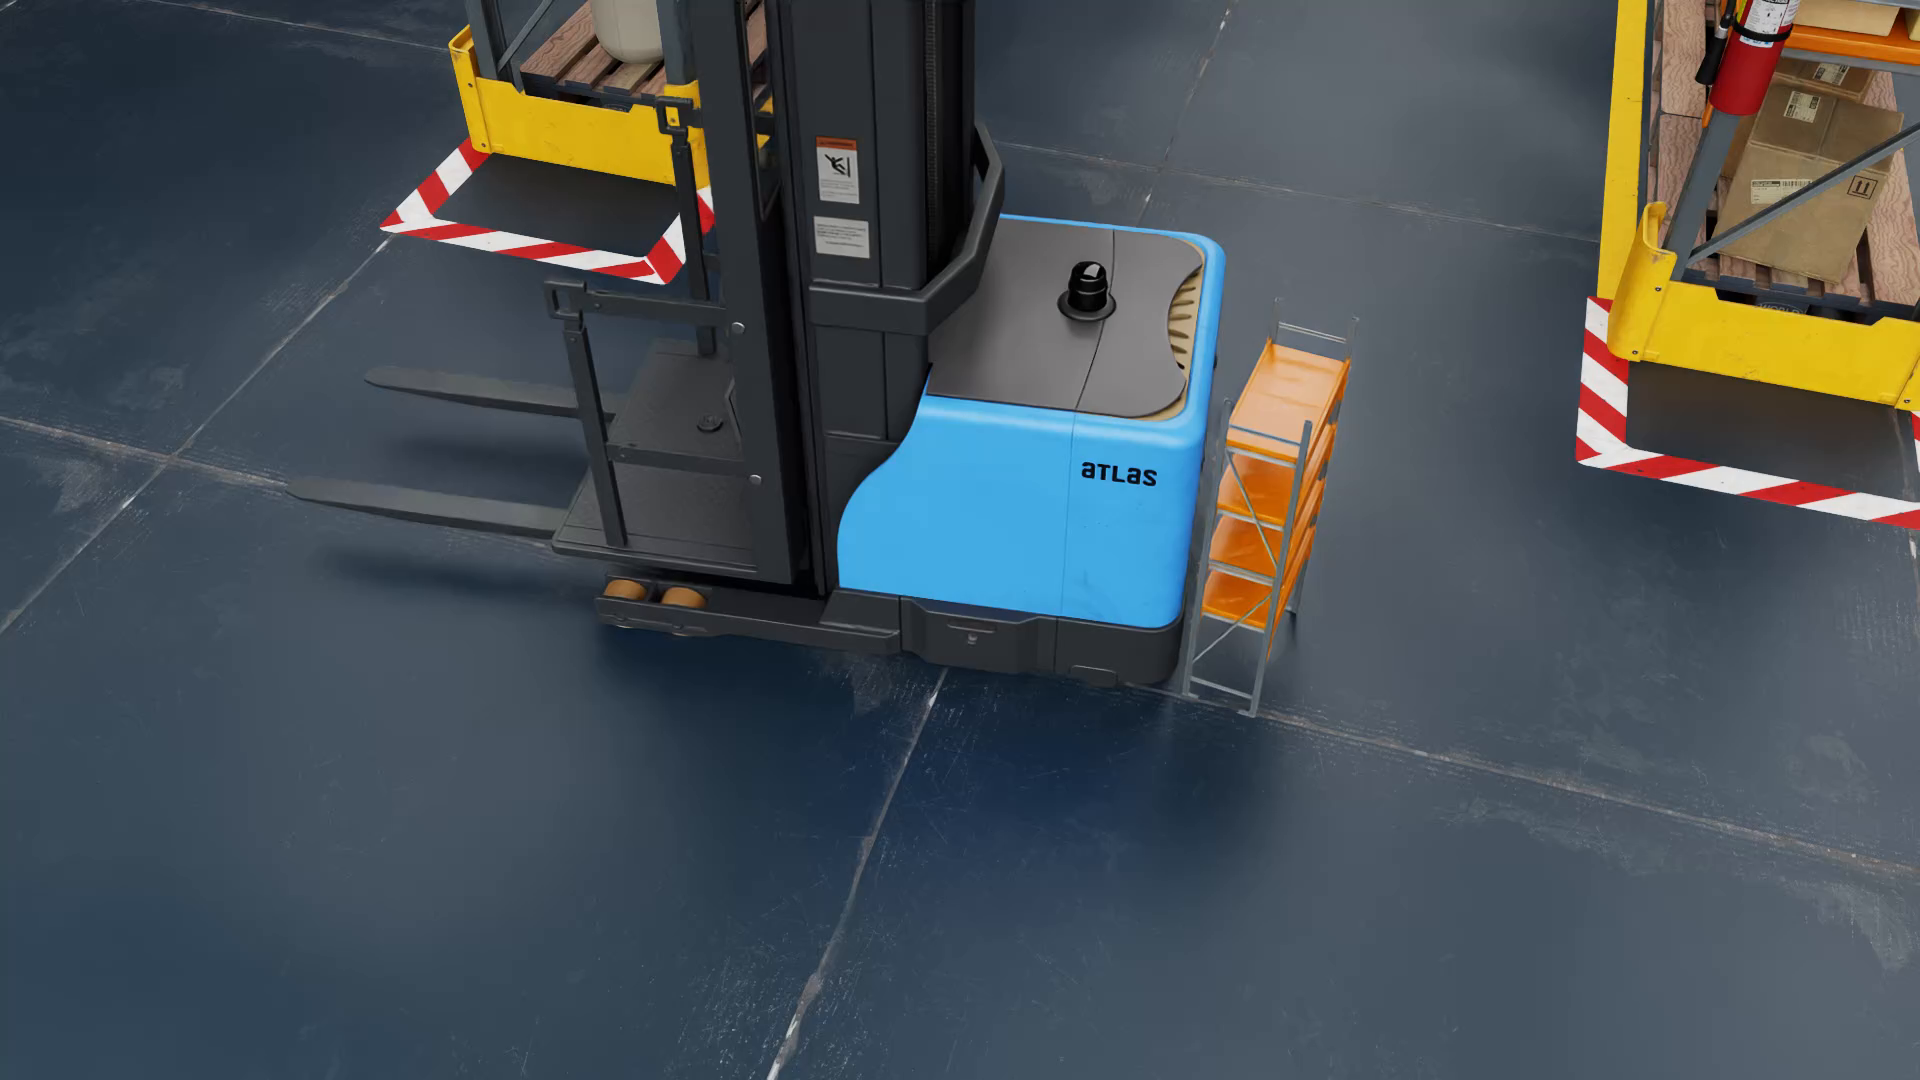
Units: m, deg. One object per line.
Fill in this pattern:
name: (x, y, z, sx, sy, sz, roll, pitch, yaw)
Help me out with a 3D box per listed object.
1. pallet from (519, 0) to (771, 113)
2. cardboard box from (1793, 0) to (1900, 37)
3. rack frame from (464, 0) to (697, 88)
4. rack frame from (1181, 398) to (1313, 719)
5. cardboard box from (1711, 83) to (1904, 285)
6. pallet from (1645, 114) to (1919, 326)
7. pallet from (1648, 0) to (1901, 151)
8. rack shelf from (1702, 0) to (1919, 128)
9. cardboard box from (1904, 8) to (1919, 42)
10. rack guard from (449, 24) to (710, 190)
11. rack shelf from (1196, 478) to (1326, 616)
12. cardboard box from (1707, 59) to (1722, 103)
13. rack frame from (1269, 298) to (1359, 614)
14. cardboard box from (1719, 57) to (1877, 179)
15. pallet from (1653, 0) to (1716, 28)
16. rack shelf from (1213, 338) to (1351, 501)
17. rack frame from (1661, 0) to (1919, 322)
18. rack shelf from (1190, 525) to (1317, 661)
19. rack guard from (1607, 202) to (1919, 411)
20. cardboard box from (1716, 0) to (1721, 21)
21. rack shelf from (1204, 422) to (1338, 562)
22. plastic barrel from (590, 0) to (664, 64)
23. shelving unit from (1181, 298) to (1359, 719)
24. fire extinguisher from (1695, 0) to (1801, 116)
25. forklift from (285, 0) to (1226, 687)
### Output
pallet: (-1.384, -2.384, 8.036, 1.003, 0.211, 1.213, 13, 46, 13)
cardboard box: (2.997, -1.875, 5.701, 0.380, 0.149, 0.250, 13, 46, 13)
rack frame: (-1.613, -2.780, 6.446, 1.000, 3.000, 0.127, 13, 46, 13)
rack frame: (0.812, 0.089, 4.801, 0.240, 1.200, 0.015, 17, 47, 17)
cardboard box: (3.312, -1.400, 6.523, 0.500, 0.500, 0.500, 21, 48, 20)
pallet: (3.410, -1.319, 6.947, 1.003, 0.211, 1.213, 13, 46, 13)
pallet: (3.781, -2.130, 7.775, 1.003, 0.211, 1.213, 13, 46, 13)
rack shelf: (3.713, -2.807, 6.988, 1.077, 0.370, 4.000, 13, 46, 13)
cardboard box: (3.421, -1.781, 5.605, 0.380, 0.149, 0.250, 13, 46, 13)
rack guard: (-1.635, -1.947, 7.383, 1.175, 0.500, 0.348, 13, 46, 13)
rack shelf: (0.910, -0.019, 5.007, 0.258, 0.148, 0.480, 17, 47, 17)
cardboard box: (3.668, -2.219, 7.360, 0.500, 0.500, 0.500, 17, 47, 16)
rack frame: (1.008, -0.223, 5.120, 0.240, 1.200, 0.015, 17, 47, 17)
cardboard box: (3.460, -1.806, 6.938, 0.500, 0.500, 0.500, 24, 49, 23)
pallet: (4.149, -2.945, 8.609, 1.003, 0.211, 1.213, 13, 46, 13)
rack shelf: (0.910, -0.348, 4.686, 0.258, 0.148, 0.480, 17, 47, 17)
rack frame: (3.107, -1.731, 5.374, 1.000, 3.000, 0.127, 13, 46, 13)
rack shelf: (0.910, 0.123, 5.146, 0.258, 0.148, 0.480, 17, 47, 17)
rack guard: (3.130, -0.888, 6.300, 1.175, 0.500, 0.348, 13, 46, 13)
cardboard box: (3.880, -2.582, 7.731, 0.500, 0.500, 0.500, 9, 45, 9)
rack shelf: (0.910, -0.179, 4.851, 0.258, 0.148, 0.480, 17, 47, 17)
plastic barrel: (-1.487, -2.496, 7.634, 0.421, 0.512, 0.421, 0, 44, 0)
shelving unit: (0.910, -0.067, 4.960, 0.258, 1.200, 0.503, 17, 47, 17)
fire extinguisher: (2.633, -1.725, 5.423, 0.296, 0.674, 0.183, 13, 46, 13)
forklift: (-0.726, -1.089, 4.767, 3.031, 2.935, 1.130, 7, 45, 7)
